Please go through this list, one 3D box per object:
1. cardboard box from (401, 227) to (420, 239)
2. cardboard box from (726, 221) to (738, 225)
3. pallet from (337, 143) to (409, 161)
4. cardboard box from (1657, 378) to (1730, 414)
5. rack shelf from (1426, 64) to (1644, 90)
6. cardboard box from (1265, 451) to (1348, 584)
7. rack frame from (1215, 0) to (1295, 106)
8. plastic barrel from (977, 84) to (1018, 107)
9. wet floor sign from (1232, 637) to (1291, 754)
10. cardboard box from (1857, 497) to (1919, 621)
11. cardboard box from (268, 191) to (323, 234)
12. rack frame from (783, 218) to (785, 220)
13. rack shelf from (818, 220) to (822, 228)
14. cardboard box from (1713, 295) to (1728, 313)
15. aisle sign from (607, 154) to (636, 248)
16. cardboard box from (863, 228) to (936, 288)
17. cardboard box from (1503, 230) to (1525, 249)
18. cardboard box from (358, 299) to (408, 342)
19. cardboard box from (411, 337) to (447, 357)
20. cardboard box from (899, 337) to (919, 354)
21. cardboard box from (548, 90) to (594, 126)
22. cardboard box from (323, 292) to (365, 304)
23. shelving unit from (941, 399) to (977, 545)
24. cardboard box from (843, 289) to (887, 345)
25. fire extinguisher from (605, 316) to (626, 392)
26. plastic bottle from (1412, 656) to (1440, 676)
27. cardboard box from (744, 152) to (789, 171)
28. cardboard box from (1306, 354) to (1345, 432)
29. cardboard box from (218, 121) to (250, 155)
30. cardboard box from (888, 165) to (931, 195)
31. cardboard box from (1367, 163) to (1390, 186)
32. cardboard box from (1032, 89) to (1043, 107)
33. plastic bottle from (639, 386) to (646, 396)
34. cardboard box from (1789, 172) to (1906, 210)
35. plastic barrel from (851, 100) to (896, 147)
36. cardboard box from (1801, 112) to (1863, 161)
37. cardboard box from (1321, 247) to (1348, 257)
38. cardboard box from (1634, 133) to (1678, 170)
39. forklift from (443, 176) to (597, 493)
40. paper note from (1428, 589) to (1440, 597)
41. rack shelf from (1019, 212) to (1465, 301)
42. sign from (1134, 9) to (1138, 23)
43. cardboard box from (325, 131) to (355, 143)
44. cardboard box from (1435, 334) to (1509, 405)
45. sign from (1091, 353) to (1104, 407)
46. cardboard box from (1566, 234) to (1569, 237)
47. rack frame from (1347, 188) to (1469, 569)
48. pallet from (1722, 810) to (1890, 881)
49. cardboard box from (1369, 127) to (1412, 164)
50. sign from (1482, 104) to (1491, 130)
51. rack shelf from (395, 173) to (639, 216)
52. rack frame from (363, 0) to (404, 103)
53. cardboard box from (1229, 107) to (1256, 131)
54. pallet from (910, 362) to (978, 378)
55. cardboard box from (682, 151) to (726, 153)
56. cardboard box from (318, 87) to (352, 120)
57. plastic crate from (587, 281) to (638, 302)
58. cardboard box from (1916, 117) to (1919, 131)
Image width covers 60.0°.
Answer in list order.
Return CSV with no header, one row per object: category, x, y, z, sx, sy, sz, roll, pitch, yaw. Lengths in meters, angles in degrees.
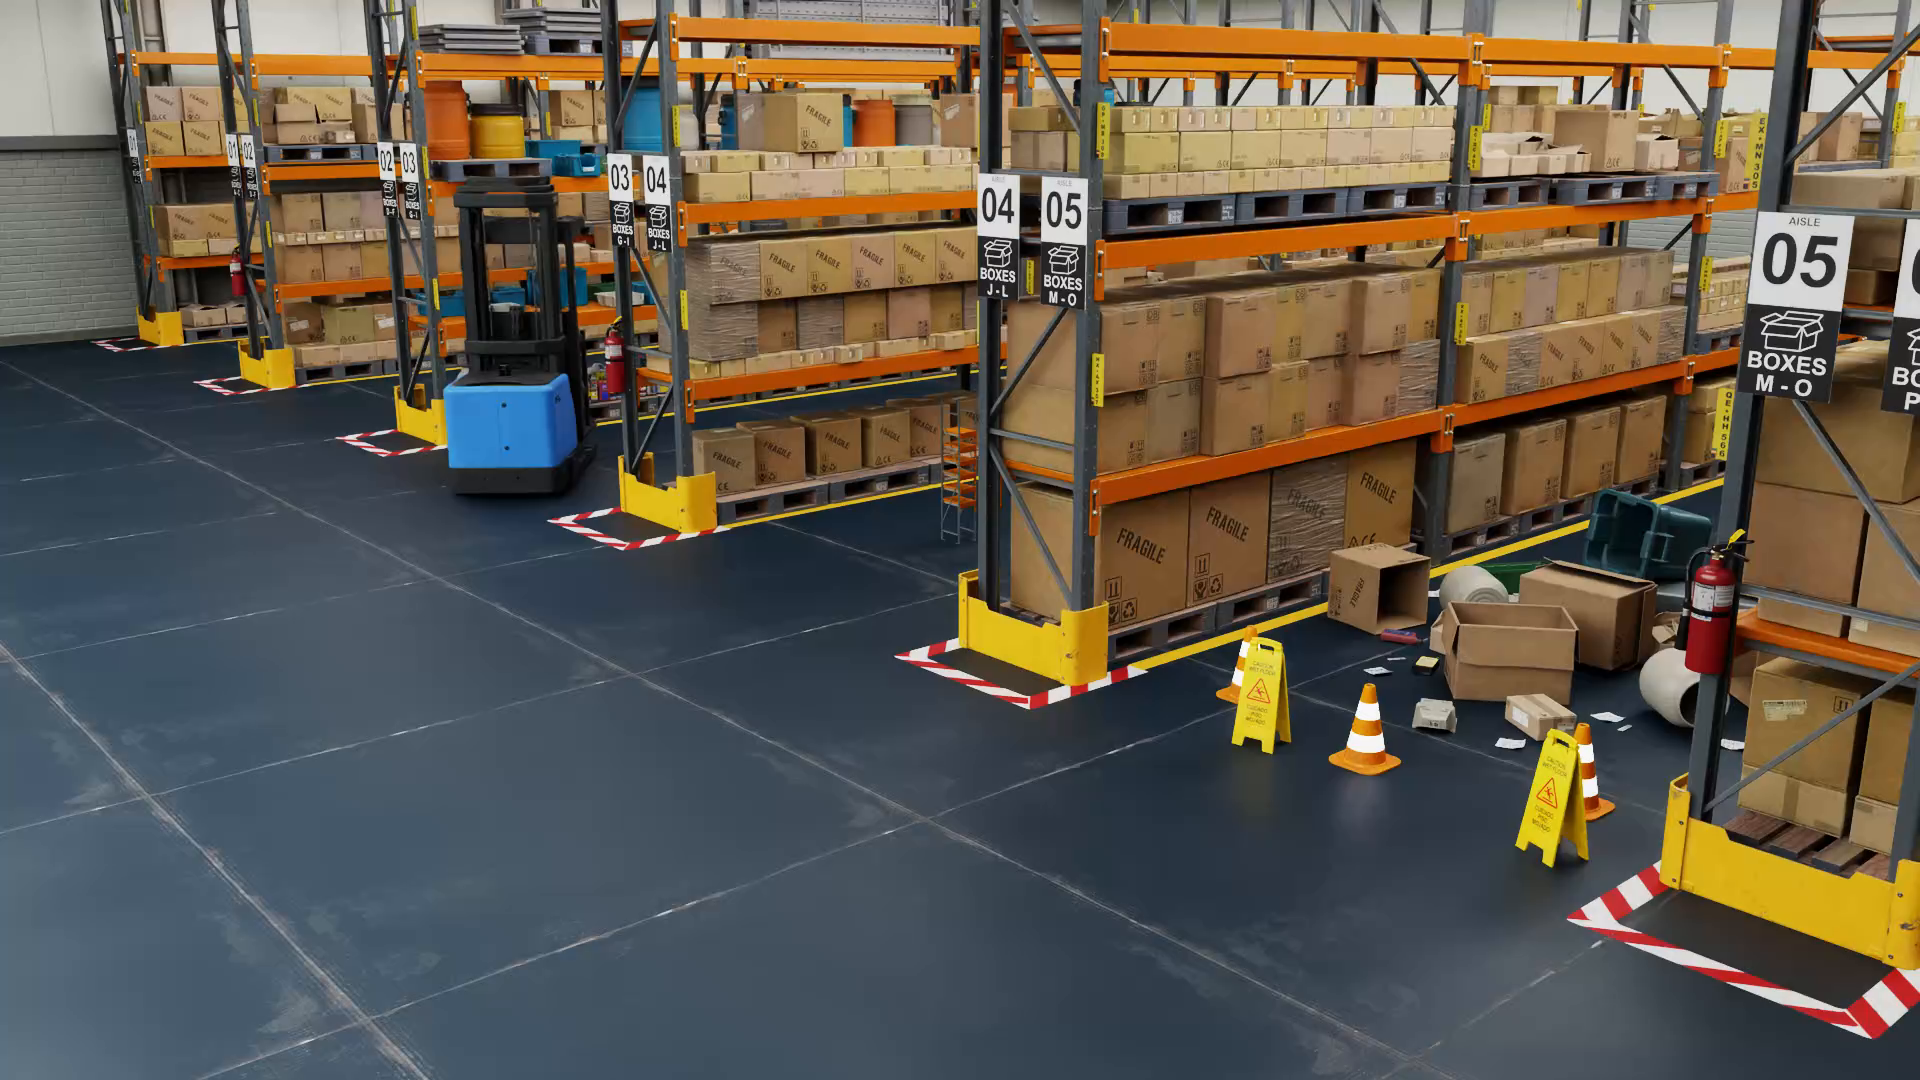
cardboard box,-7.587,-4.204,22.726,0.250,0.149,0.380,-12,19,-39
cardboard box,-4.442,-6.123,31.810,0.250,0.149,0.380,-13,20,-41
pallet,-7.713,-5.287,22.588,1.213,0.211,1.003,-13,19,-39
cardboard box,7.210,-1.428,16.361,0.500,0.250,0.500,-14,20,-42
rack shelf,7.877,-6.358,22.783,4.000,0.370,1.077,-13,19,-39
cardboard box,2.315,-0.253,12.690,0.875,0.875,0.875,-12,19,-39
rack frame,3.351,-5.882,18.834,0.127,3.000,1.000,-13,19,-39
plastic barrel,0.530,-5.903,23.079,0.708,0.830,0.600,-13,19,-39
wet floor sign,1.774,0.882,9.697,0.267,0.644,0.232,12,19,37
cardboard box,4.361,0.083,7.358,0.500,0.500,0.500,-13,20,-40
cardboard box,-8.784,-4.318,21.896,0.500,0.500,0.700,-13,19,-39
rack frame,-3.149,-4.913,26.830,0.127,3.000,1.000,-13,19,-39
rack shelf,-1.877,-6.545,34.336,4.000,0.370,1.077,-13,19,-39
cardboard box,7.230,-2.315,16.202,0.250,0.149,0.380,-11,19,-37
aisle sign,-2.928,-2.932,14.378,0.004,0.787,0.394,-13,19,-39
cardboard box,-0.579,-2.682,15.770,0.500,0.500,0.500,-13,19,-39
cardboard box,7.274,-4.208,22.453,0.500,0.500,0.500,-13,19,-39
cardboard box,-7.889,-3.014,22.783,0.500,0.500,0.500,-13,19,-39
cardboard box,-7.501,-2.733,23.185,0.500,0.250,0.500,-13,19,-39
cardboard box,-0.611,-1.889,15.996,0.250,0.149,0.380,-13,19,-39
cardboard box,-5.675,-6.274,24.137,0.500,0.500,0.500,-12,19,-39
cardboard box,-10.178,-4.020,27.480,0.500,0.500,0.500,14,21,43
shelving unit,-0.011,-0.577,14.086,0.189,1.200,0.258,-13,19,-39
cardboard box,-1.162,-2.175,15.810,0.500,0.500,0.875,-13,19,-39
fire extinguisher,-3.073,-1.661,14.807,0.183,0.674,0.296,-13,19,-39
plastic bottle,3.101,0.826,11.041,0.133,0.061,0.283,8,17,28
cardboard box,-1.703,-3.324,14.586,0.250,0.149,0.380,-12,19,-37
cardboard box,2.358,-1.165,12.508,0.550,0.550,0.875,-13,19,-39
cardboard box,-11.205,-6.209,25.639,0.500,0.500,0.500,-12,19,-37
cardboard box,-0.621,-3.381,15.573,0.500,0.250,0.500,-13,20,-40
cardboard box,2.871,-2.648,12.019,0.250,0.149,0.380,-13,19,-39
cardboard box,1.054,-7.804,29.709,0.500,0.500,0.700,-13,19,-39
plastic bottle,-3.799,-1.826,19.845,0.097,0.201,0.097,0,15,0
cardboard box,3.883,-1.527,7.284,0.250,0.149,0.380,-12,19,-39
plastic barrel,-1.156,-5.397,21.998,0.708,0.830,0.600,-13,19,-39
cardboard box,9.190,-4.336,17.851,0.500,0.500,0.700,-13,19,-39
cardboard box,4.407,-3.747,20.329,0.637,0.503,0.797,-12,19,-38
cardboard box,5.939,-3.423,14.604,0.500,0.311,0.500,-13,19,-39
forklift,-4.346,-2.180,16.731,1.130,2.935,3.031,-1,15,-2
paper note,3.600,0.401,12.689,0.147,0.020,0.142,2,15,9
rack shelf,2.004,-2.086,11.829,4.000,0.370,1.077,-13,19,-39
sign,3.235,-9.583,30.571,0.005,0.325,0.100,-13,19,-39
cardboard box,-8.181,-5.321,21.947,0.250,0.149,0.380,-13,19,-39
cardboard box,4.087,-1.408,13.516,0.500,0.500,0.500,-12,19,-39
sign,0.855,-0.993,10.325,0.005,0.325,0.100,-13,19,-39
cardboard box,8.847,-4.381,24.555,0.500,0.250,0.500,-13,20,-41
rack frame,3.513,-1.323,13.392,0.127,3.000,1.000,-13,19,-39
pallet,4.515,1.504,8.209,1.213,0.211,1.003,-13,19,-39
cardboard box,2.929,-2.876,12.099,0.500,0.250,0.500,-13,20,-40
sign,6.732,-5.408,21.261,0.005,0.325,0.100,-13,19,-39
rack shelf,-4.427,-4.033,19.118,4.000,0.370,1.077,-13,19,-39
rack frame,-9.421,-8.097,27.127,0.127,3.000,1.000,-13,19,-39
cardboard box,1.724,-2.777,10.954,0.250,0.149,0.380,-13,20,-40
pallet,-0.510,-2.477,23.114,1.213,0.211,1.003,-13,19,-39
cardboard box,-2.272,-3.395,14.851,0.250,0.149,0.380,-14,20,-42
cardboard box,-10.030,-6.956,26.497,0.500,0.500,0.500,-11,19,-36
plastic crate,-4.127,-2.993,20.053,0.662,0.188,0.450,-13,19,-39
cardboard box,10.532,-4.620,18.470,0.250,0.149,0.380,-13,20,-41
